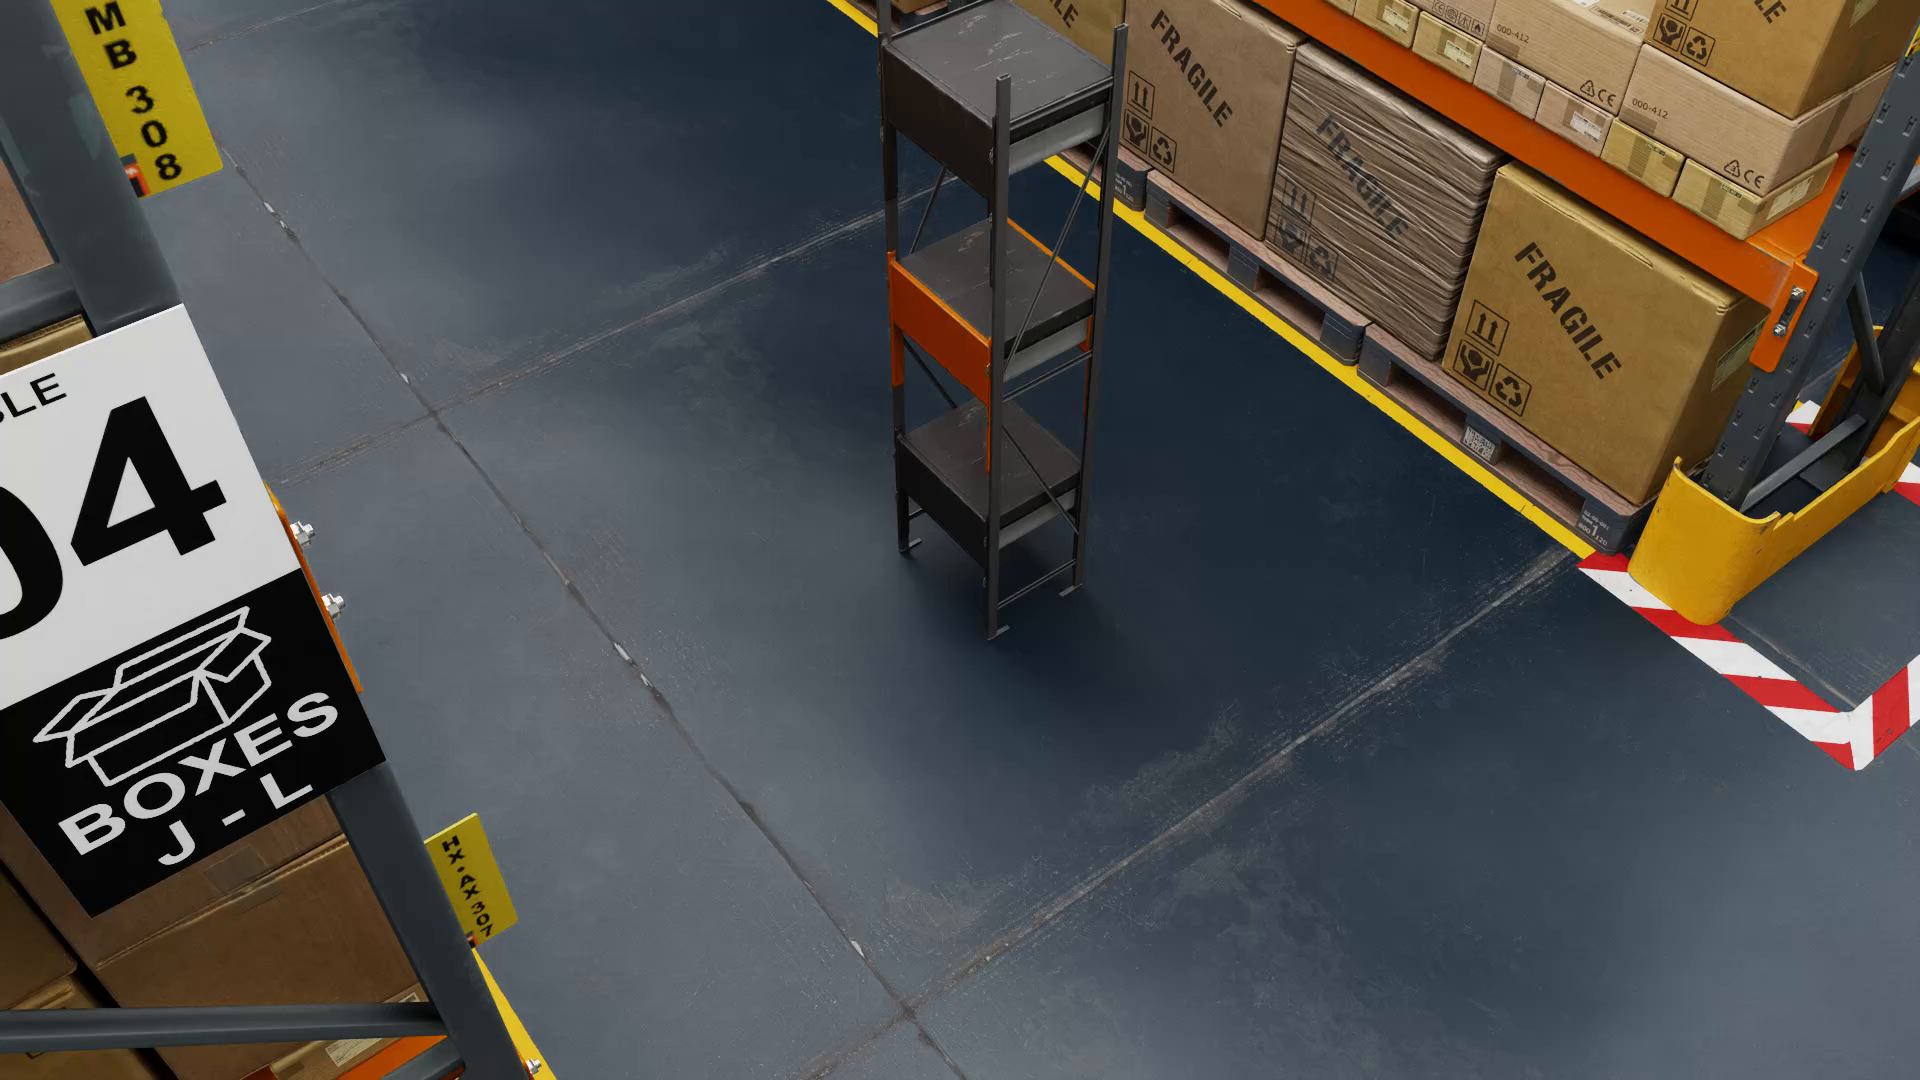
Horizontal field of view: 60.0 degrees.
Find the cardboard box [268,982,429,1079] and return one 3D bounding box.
[{"bbox_3d":[-1.146,0.830,3.143,0.380,0.149,0.250,-30,54,-24],"label":"cardboard box"}]

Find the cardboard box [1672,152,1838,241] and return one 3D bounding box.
[{"bbox_3d":[2.320,-1.060,4.856,0.380,0.149,0.250,-28,54,-23],"label":"cardboard box"}]

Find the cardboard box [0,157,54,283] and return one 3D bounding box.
[{"bbox_3d":[-1.276,-0.423,1.848,0.500,0.250,0.500,-29,54,-23],"label":"cardboard box"}]

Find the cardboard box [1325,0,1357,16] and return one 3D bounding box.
[{"bbox_3d":[1.395,-1.961,5.673,0.380,0.149,0.250,-28,54,-23],"label":"cardboard box"}]

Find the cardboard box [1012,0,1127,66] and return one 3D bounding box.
[{"bbox_3d":[0.712,-2.443,7.091,0.875,0.875,0.875,-29,54,-24],"label":"cardboard box"}]

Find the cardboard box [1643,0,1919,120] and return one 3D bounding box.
[{"bbox_3d":[2.294,-1.553,4.527,0.500,0.500,0.500,-29,54,-24],"label":"cardboard box"}]

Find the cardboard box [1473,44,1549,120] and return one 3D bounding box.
[{"bbox_3d":[1.859,-1.509,5.263,0.380,0.149,0.250,-29,54,-23],"label":"cardboard box"}]

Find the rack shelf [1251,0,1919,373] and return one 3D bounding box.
[{"bbox_3d":[1.587,-2.019,6.042,1.077,0.370,4.000,-29,54,-24],"label":"rack shelf"}]

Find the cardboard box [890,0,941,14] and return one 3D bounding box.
[{"bbox_3d":[-0.028,-3.236,7.810,1.225,0.875,0.875,-29,54,-24],"label":"cardboard box"}]

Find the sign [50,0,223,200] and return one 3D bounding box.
[{"bbox_3d":[-0.779,-0.461,1.529,0.100,0.325,0.005,-29,54,-24],"label":"sign"}]

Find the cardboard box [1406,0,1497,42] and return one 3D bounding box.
[{"bbox_3d":[1.678,-1.897,5.346,0.500,0.250,0.500,-31,55,-25],"label":"cardboard box"}]

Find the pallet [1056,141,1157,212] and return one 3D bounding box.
[{"bbox_3d":[0.774,-2.020,7.439,1.003,0.211,1.213,-29,54,-24],"label":"pallet"}]

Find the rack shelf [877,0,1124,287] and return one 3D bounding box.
[{"bbox_3d":[0.100,-1.069,4.375,0.431,0.518,0.480,-29,54,-24],"label":"rack shelf"}]

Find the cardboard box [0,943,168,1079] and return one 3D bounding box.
[{"bbox_3d":[-1.688,0.801,2.731,0.500,0.500,0.500,-28,54,-23],"label":"cardboard box"}]

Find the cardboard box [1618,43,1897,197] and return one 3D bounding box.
[{"bbox_3d":[2.293,-1.298,4.803,0.500,0.250,0.500,-30,55,-25],"label":"cardboard box"}]

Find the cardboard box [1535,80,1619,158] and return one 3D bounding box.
[{"bbox_3d":[2.009,-1.361,5.129,0.380,0.149,0.250,-29,54,-24],"label":"cardboard box"}]

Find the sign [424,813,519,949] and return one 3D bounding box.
[{"bbox_3d":[-0.779,0.549,2.643,0.100,0.325,0.005,-29,54,-24],"label":"sign"}]

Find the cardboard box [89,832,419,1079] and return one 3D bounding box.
[{"bbox_3d":[-1.263,0.561,2.948,0.500,0.500,0.500,-27,53,-22],"label":"cardboard box"}]

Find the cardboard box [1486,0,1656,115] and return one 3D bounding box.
[{"bbox_3d":[1.987,-1.597,5.074,0.500,0.250,0.500,-30,55,-25],"label":"cardboard box"}]

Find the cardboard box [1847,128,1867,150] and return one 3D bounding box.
[{"bbox_3d":[2.845,-1.355,5.123,0.380,0.149,0.250,-29,54,-24],"label":"cardboard box"}]

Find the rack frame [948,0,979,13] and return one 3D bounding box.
[{"bbox_3d":[0.376,-3.440,6.844,1.000,3.000,0.127,-29,54,-24],"label":"rack frame"}]

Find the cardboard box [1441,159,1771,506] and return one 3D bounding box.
[{"bbox_3d":[2.347,-0.851,5.647,0.875,0.875,0.875,-29,54,-24],"label":"cardboard box"}]

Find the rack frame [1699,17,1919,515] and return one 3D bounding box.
[{"bbox_3d":[2.798,-1.082,4.706,1.000,3.000,0.127,-29,54,-24],"label":"rack frame"}]

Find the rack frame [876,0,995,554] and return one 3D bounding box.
[{"bbox_3d":[-0.048,-0.752,5.014,0.400,2.100,0.015,-29,54,-24],"label":"rack frame"}]

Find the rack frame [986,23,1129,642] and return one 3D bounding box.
[{"bbox_3d":[0.248,-0.464,4.753,0.400,2.100,0.015,-29,54,-24],"label":"rack frame"}]

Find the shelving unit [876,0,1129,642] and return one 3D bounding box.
[{"bbox_3d":[0.100,-0.608,4.884,0.431,2.100,0.503,-29,54,-24],"label":"shelving unit"}]

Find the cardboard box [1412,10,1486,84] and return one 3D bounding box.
[{"bbox_3d":[1.701,-1.661,5.401,0.380,0.149,0.250,-31,55,-25],"label":"cardboard box"}]

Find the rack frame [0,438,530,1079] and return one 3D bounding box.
[{"bbox_3d":[-1.211,1.084,2.743,1.000,3.000,0.127,-29,54,-24],"label":"rack frame"}]

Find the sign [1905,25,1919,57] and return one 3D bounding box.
[{"bbox_3d":[2.357,-1.315,3.976,0.100,0.325,0.005,-29,54,-24],"label":"sign"}]

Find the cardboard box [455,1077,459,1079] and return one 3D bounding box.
[{"bbox_3d":[-1.258,1.239,3.841,0.380,0.149,0.250,-32,55,-26],"label":"cardboard box"}]

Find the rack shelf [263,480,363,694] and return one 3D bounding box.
[{"bbox_3d":[-2.422,-0.862,2.967,1.077,0.370,4.000,-29,54,-24],"label":"rack shelf"}]

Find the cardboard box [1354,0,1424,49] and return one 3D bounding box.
[{"bbox_3d":[1.543,-1.814,5.539,0.380,0.149,0.250,-29,54,-24],"label":"cardboard box"}]

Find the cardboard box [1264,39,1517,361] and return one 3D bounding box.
[{"bbox_3d":[1.796,-1.387,6.134,0.875,0.875,0.875,-29,54,-24],"label":"cardboard box"}]

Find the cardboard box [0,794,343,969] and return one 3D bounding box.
[{"bbox_3d":[-1.271,0.230,2.573,0.500,0.500,0.500,-30,54,-24],"label":"cardboard box"}]

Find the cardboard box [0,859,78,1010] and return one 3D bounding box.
[{"bbox_3d":[-1.686,0.456,2.369,0.500,0.500,0.500,-30,55,-25],"label":"cardboard box"}]

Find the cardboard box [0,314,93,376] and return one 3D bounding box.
[{"bbox_3d":[-1.279,-0.253,2.031,0.500,0.250,0.500,-28,53,-23],"label":"cardboard box"}]

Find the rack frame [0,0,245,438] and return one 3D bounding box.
[{"bbox_3d":[-1.211,-0.931,0.520,1.000,3.000,0.127,-29,54,-24],"label":"rack frame"}]

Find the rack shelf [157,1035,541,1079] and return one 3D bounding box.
[{"bbox_3d":[-2.422,0.146,4.079,1.077,0.370,4.000,-29,54,-24],"label":"rack shelf"}]

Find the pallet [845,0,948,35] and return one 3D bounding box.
[{"bbox_3d":[-0.151,-2.925,8.259,1.003,0.211,1.213,-29,54,-24],"label":"pallet"}]

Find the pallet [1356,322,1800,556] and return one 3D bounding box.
[{"bbox_3d":[2.251,-0.582,6.135,1.003,0.211,1.213,-29,54,-24],"label":"pallet"}]

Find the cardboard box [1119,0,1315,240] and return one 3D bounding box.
[{"bbox_3d":[1.257,-1.912,6.609,0.875,0.875,0.875,-29,54,-24],"label":"cardboard box"}]

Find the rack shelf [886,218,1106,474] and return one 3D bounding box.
[{"bbox_3d":[0.100,-0.598,4.894,0.431,0.518,0.480,-29,54,-24],"label":"rack shelf"}]

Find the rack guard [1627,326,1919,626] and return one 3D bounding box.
[{"bbox_3d":[2.812,-0.228,5.619,1.175,0.500,0.348,-29,54,-24],"label":"rack guard"}]

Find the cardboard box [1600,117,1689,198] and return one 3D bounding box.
[{"bbox_3d":[2.161,-1.212,4.994,0.380,0.149,0.250,-29,54,-24],"label":"cardboard box"}]

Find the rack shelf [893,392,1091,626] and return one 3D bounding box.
[{"bbox_3d":[0.100,-0.128,5.412,0.431,0.518,0.480,-29,54,-24],"label":"rack shelf"}]

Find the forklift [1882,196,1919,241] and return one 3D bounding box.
[{"bbox_3d":[4.231,-2.498,6.036,1.130,2.935,3.031,-33,56,-26],"label":"forklift"}]

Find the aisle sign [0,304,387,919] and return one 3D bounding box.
[{"bbox_3d":[-0.928,0.119,1.863,0.394,0.787,0.004,-29,54,-24],"label":"aisle sign"}]

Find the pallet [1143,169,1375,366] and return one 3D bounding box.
[{"bbox_3d":[1.517,-1.300,6.786,1.003,0.211,1.213,-29,54,-24],"label":"pallet"}]

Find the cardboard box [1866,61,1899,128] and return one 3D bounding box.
[{"bbox_3d":[2.722,-1.535,5.018,0.500,0.250,0.500,-31,55,-25],"label":"cardboard box"}]
